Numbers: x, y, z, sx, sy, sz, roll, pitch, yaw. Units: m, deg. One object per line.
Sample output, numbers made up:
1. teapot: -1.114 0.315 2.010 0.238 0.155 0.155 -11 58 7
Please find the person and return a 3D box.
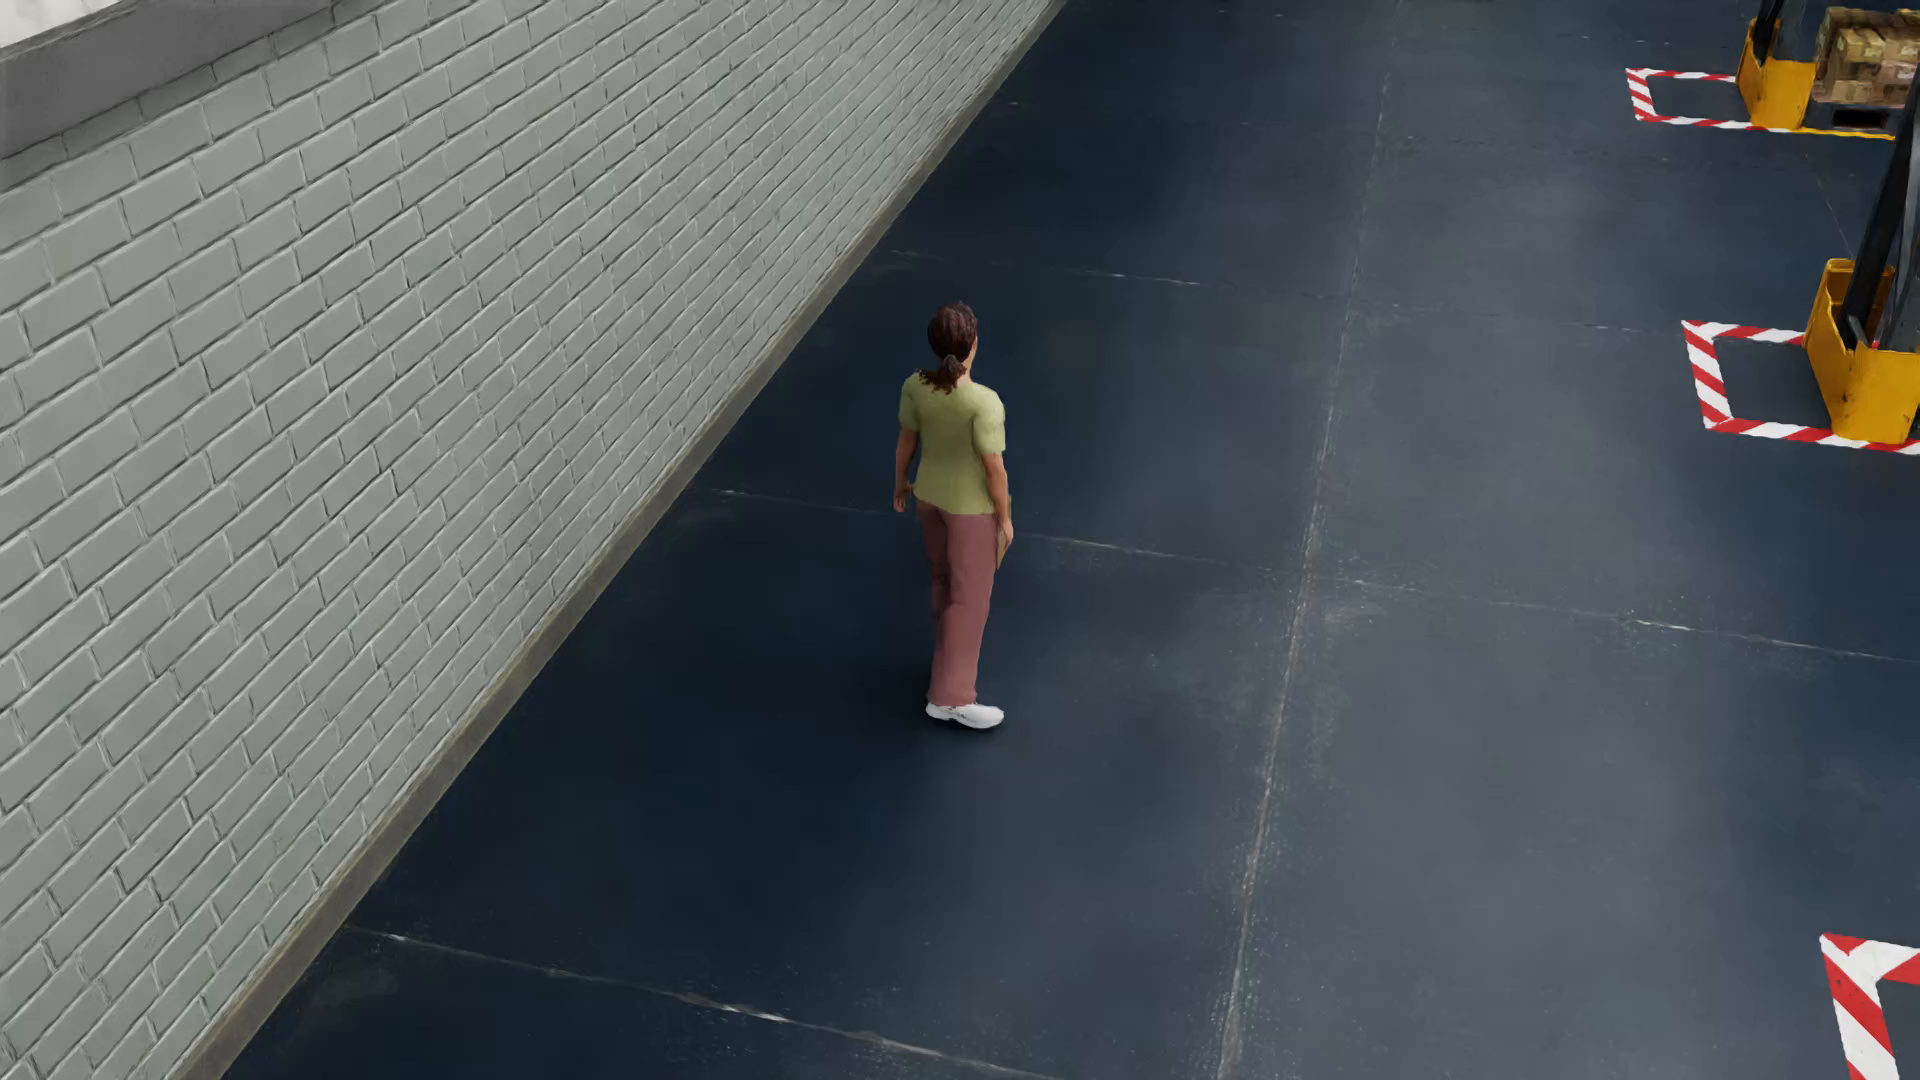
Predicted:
1. person: -0.019 0.002 6.378 0.630 1.414 0.528 23 39 31
